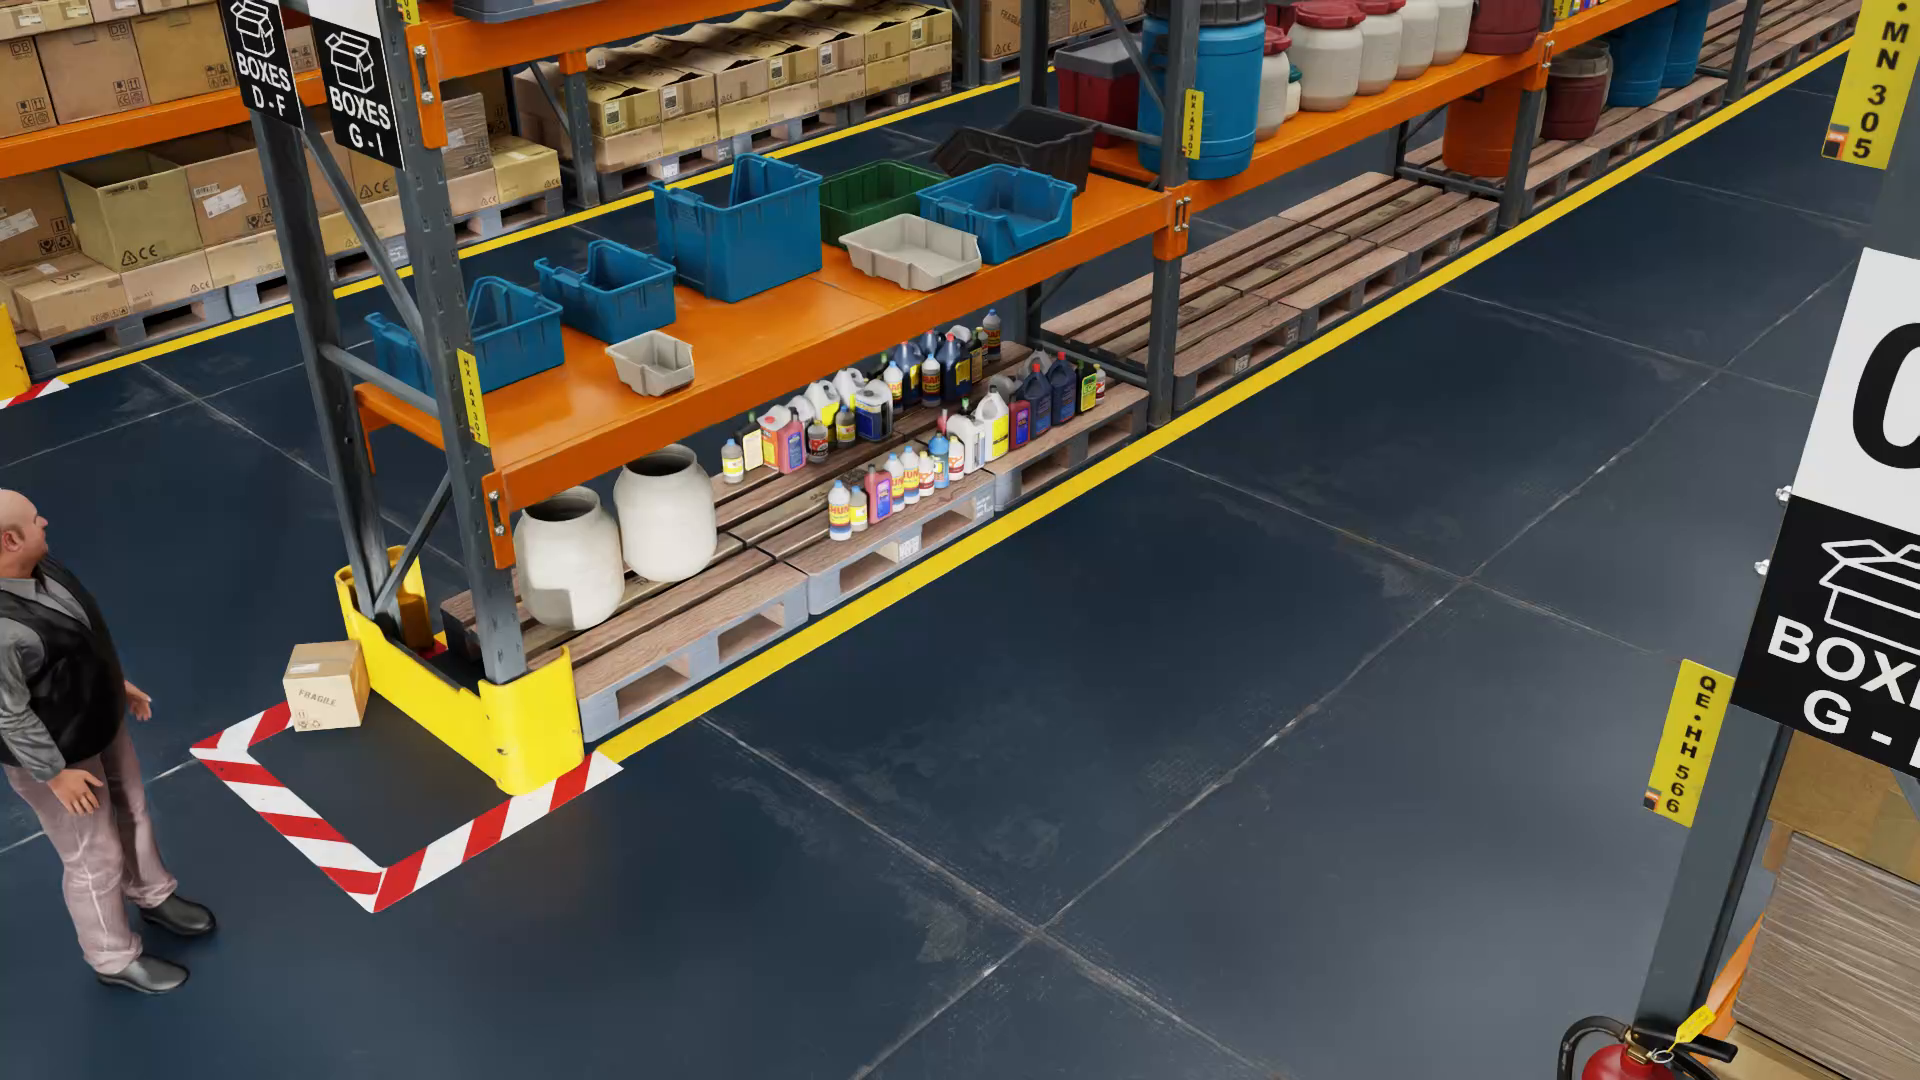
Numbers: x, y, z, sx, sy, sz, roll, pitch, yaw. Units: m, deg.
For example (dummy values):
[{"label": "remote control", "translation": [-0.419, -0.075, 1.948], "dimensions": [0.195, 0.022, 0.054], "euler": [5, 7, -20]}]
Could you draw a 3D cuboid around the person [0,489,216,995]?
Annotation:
[{"label": "person", "translation": [-2.708, 0.626, 5.115], "dimensions": [0.423, 1.761, 0.571], "euler": [-5, 31, -8]}]
